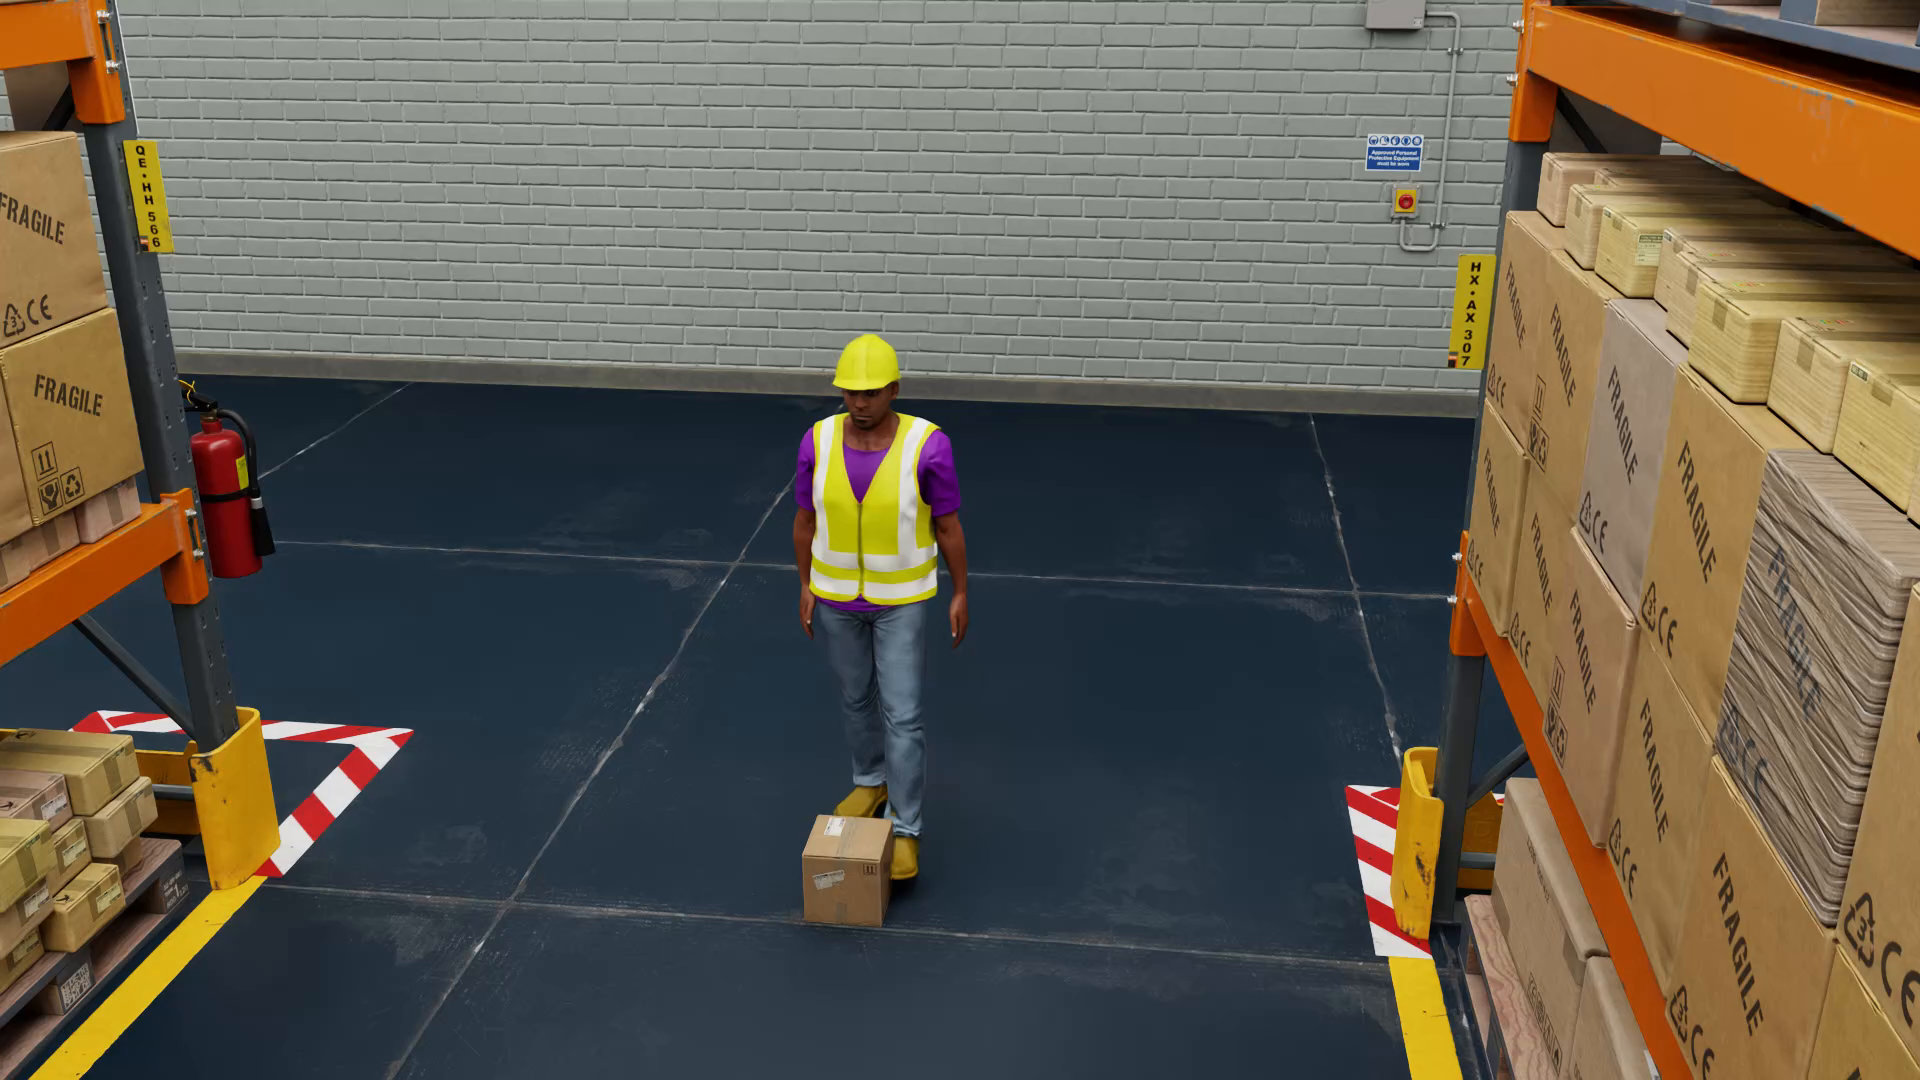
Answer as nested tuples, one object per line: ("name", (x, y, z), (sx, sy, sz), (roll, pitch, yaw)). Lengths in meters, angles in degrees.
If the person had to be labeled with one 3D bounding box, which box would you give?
("person", (-0.298, 0.220, 5.464), (0.610, 1.758, 0.684), (4, 21, 11))
